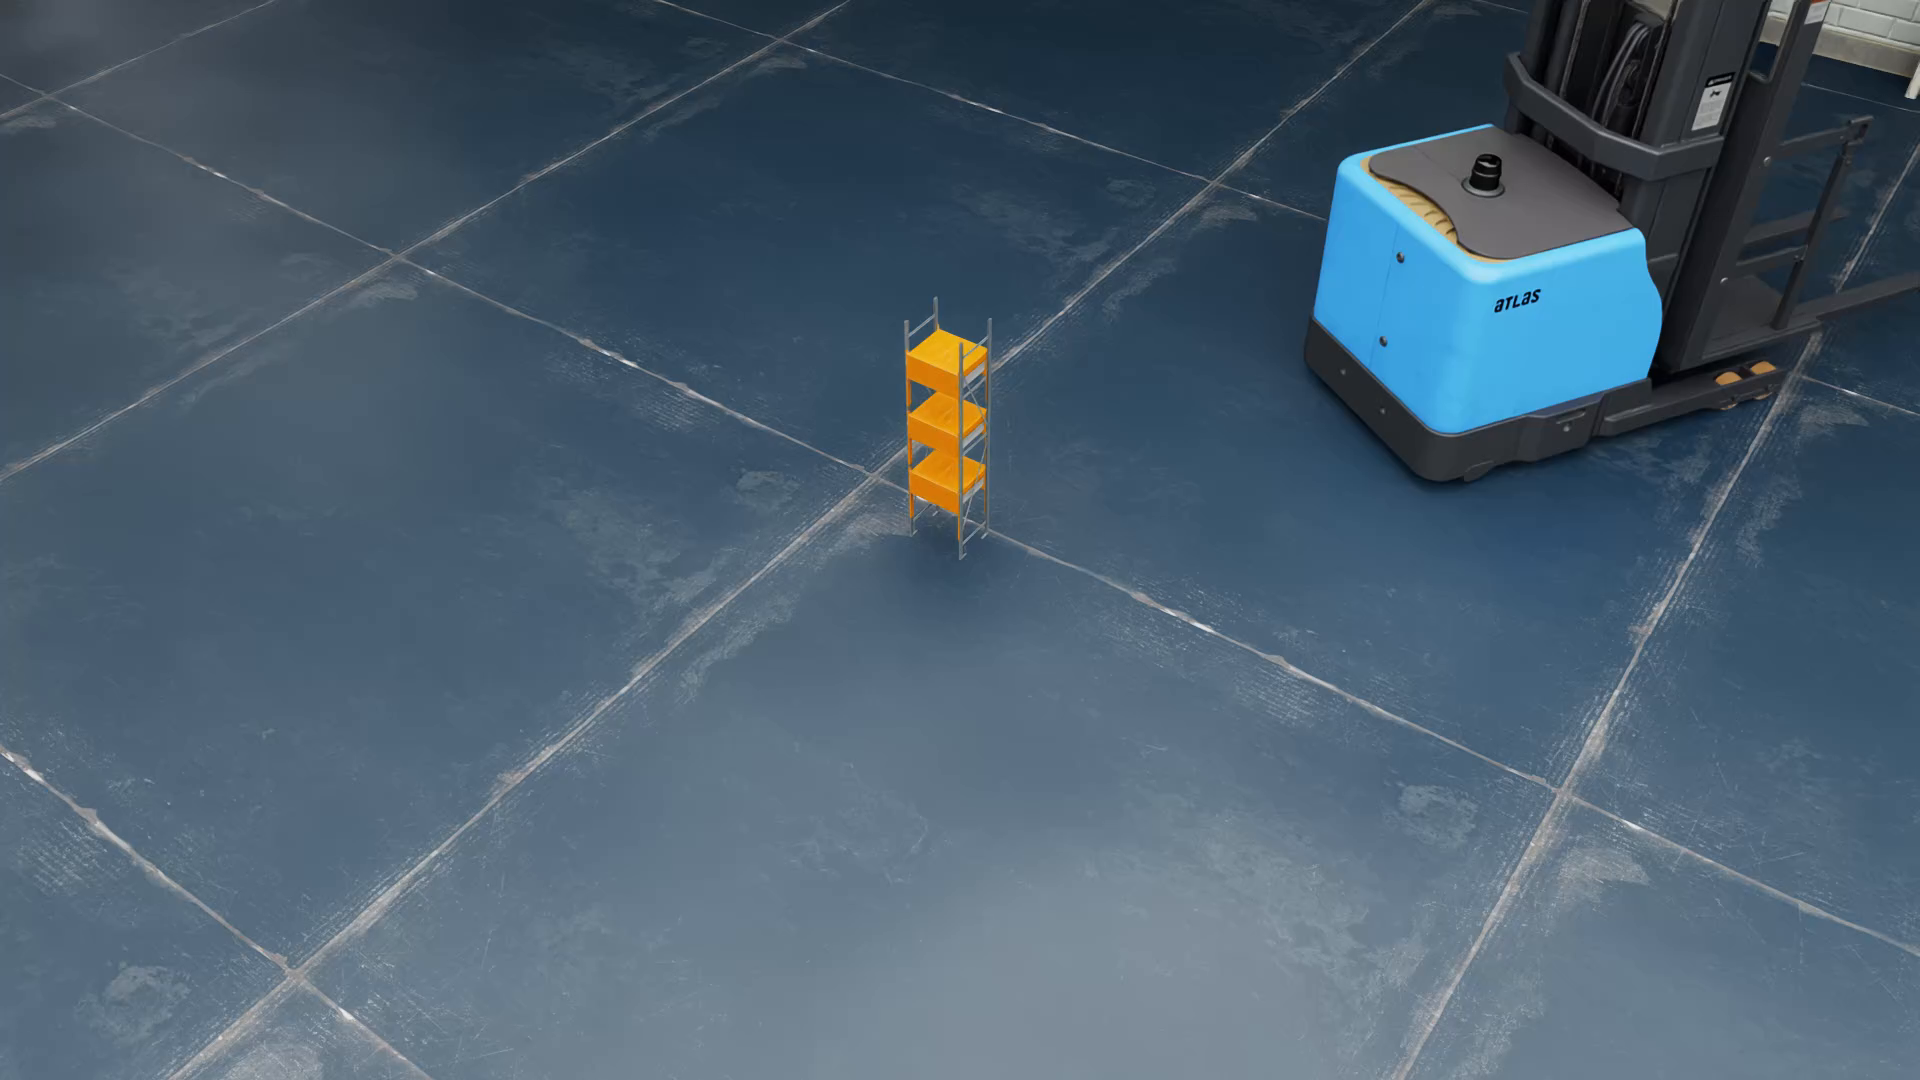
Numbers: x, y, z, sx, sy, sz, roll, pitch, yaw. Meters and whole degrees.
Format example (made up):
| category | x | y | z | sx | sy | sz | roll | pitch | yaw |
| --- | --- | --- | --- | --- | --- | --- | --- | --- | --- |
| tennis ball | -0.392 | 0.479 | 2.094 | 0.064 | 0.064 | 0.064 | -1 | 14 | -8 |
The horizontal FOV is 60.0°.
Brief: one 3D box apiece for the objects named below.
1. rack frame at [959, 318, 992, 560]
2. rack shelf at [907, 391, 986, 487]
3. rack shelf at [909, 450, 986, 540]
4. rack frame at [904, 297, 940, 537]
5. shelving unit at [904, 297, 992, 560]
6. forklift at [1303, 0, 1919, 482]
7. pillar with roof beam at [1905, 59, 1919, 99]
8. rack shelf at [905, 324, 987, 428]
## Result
| category | x | y | z | sx | sy | sz | roll | pitch | yaw |
| --- | --- | --- | --- | --- | --- | --- | --- | --- | --- |
| rack frame | 0.056 | -0.365 | 6.371 | 0.008 | 1.050 | 0.200 | 25 | 48 | 25 |
| rack shelf | -0.044 | -0.404 | 6.430 | 0.240 | 0.259 | 0.215 | 25 | 48 | 25 |
| rack shelf | -0.044 | -0.197 | 6.615 | 0.240 | 0.259 | 0.215 | 25 | 48 | 25 |
| rack frame | -0.144 | -0.458 | 6.475 | 0.008 | 1.050 | 0.200 | 25 | 48 | 25 |
| shelving unit | -0.044 | -0.412 | 6.423 | 0.252 | 1.050 | 0.215 | 25 | 48 | 25 |
| forklift | 3.126 | -1.980 | 6.764 | 3.031 | 2.935 | 1.130 | -16 | 44 | -17 |
| pillar with roof beam | 3.239 | -3.575 | 3.996 | 0.400 | 9.000 | 9.100 | 25 | 48 | 25 |
| rack shelf | -0.044 | -0.615 | 6.241 | 0.240 | 0.259 | 0.215 | 25 | 48 | 25 |
